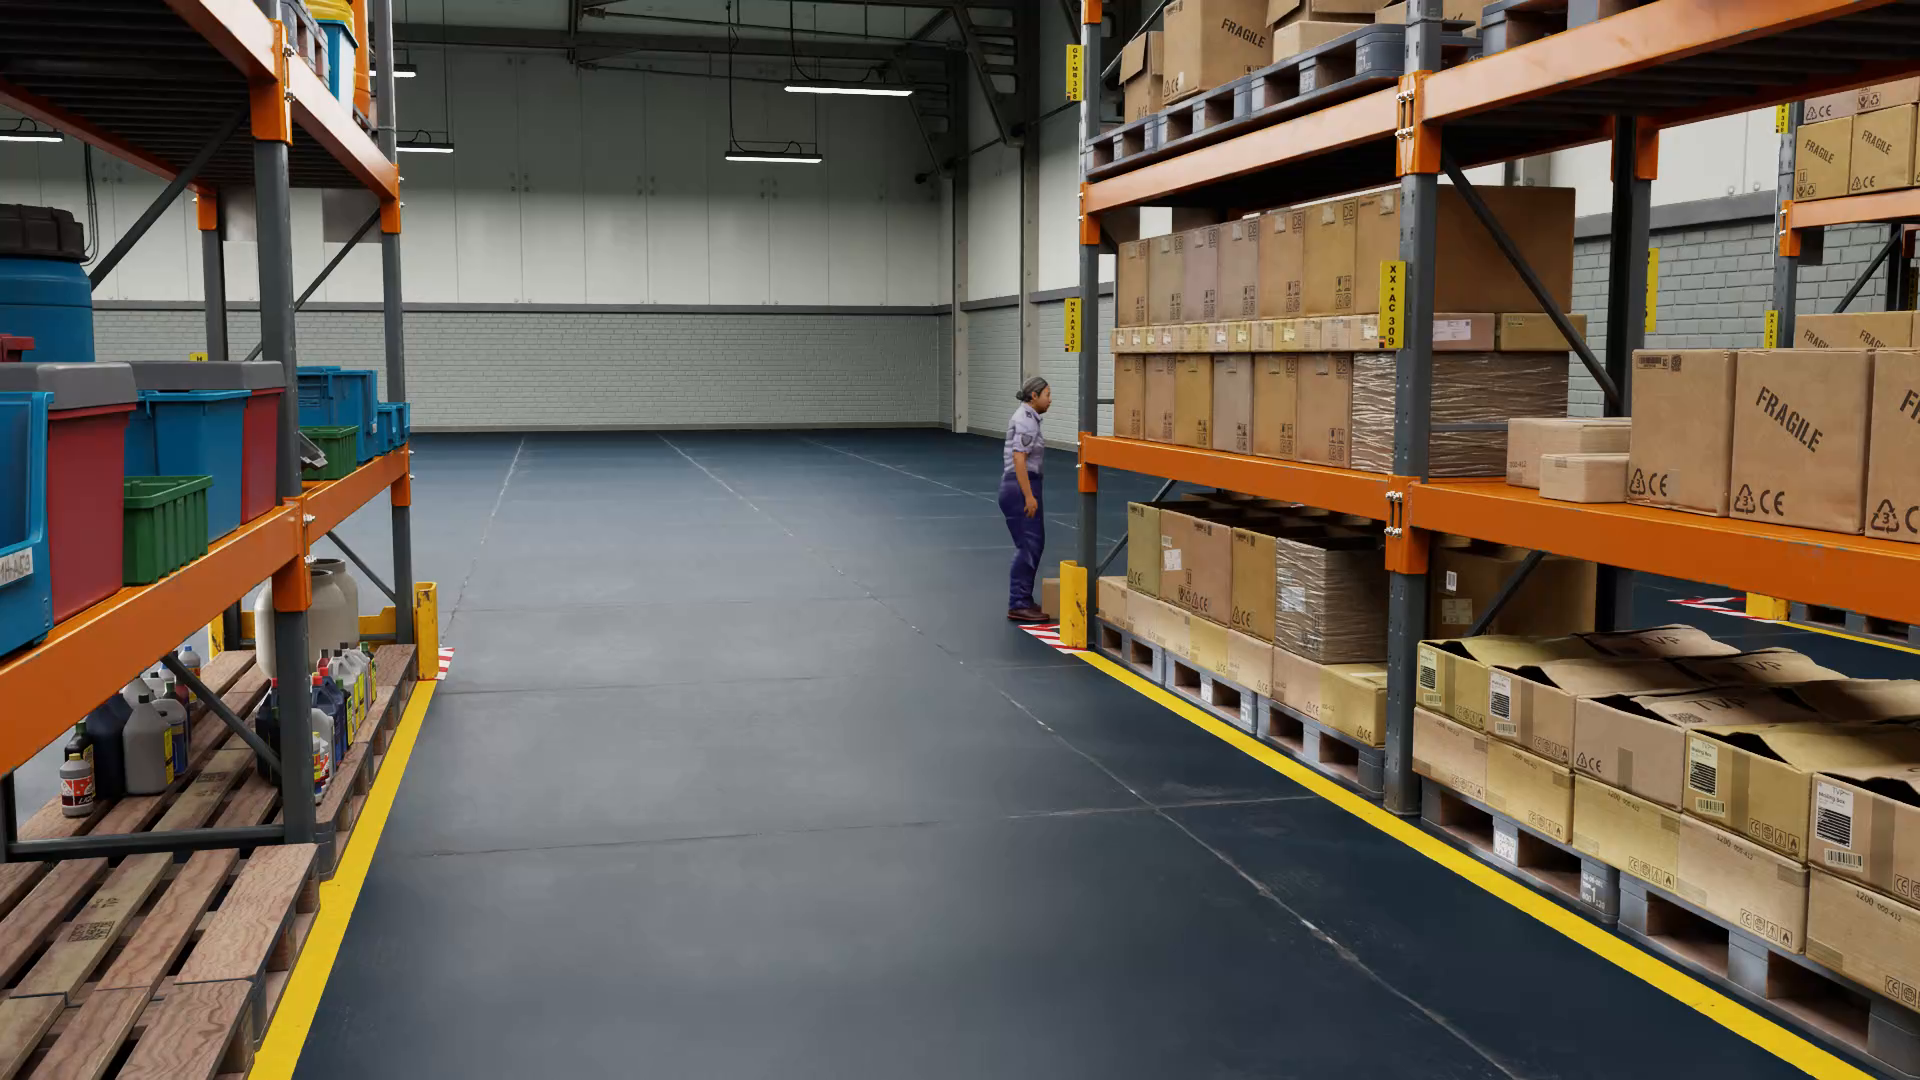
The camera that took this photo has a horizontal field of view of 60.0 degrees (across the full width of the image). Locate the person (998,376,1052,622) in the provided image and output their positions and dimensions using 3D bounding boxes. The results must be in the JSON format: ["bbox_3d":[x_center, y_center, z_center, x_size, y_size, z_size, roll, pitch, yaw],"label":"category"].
[{"bbox_3d":[0.451,-0.286,11.411,0.373,1.636,0.558,0,6,3],"label":"person"}]
